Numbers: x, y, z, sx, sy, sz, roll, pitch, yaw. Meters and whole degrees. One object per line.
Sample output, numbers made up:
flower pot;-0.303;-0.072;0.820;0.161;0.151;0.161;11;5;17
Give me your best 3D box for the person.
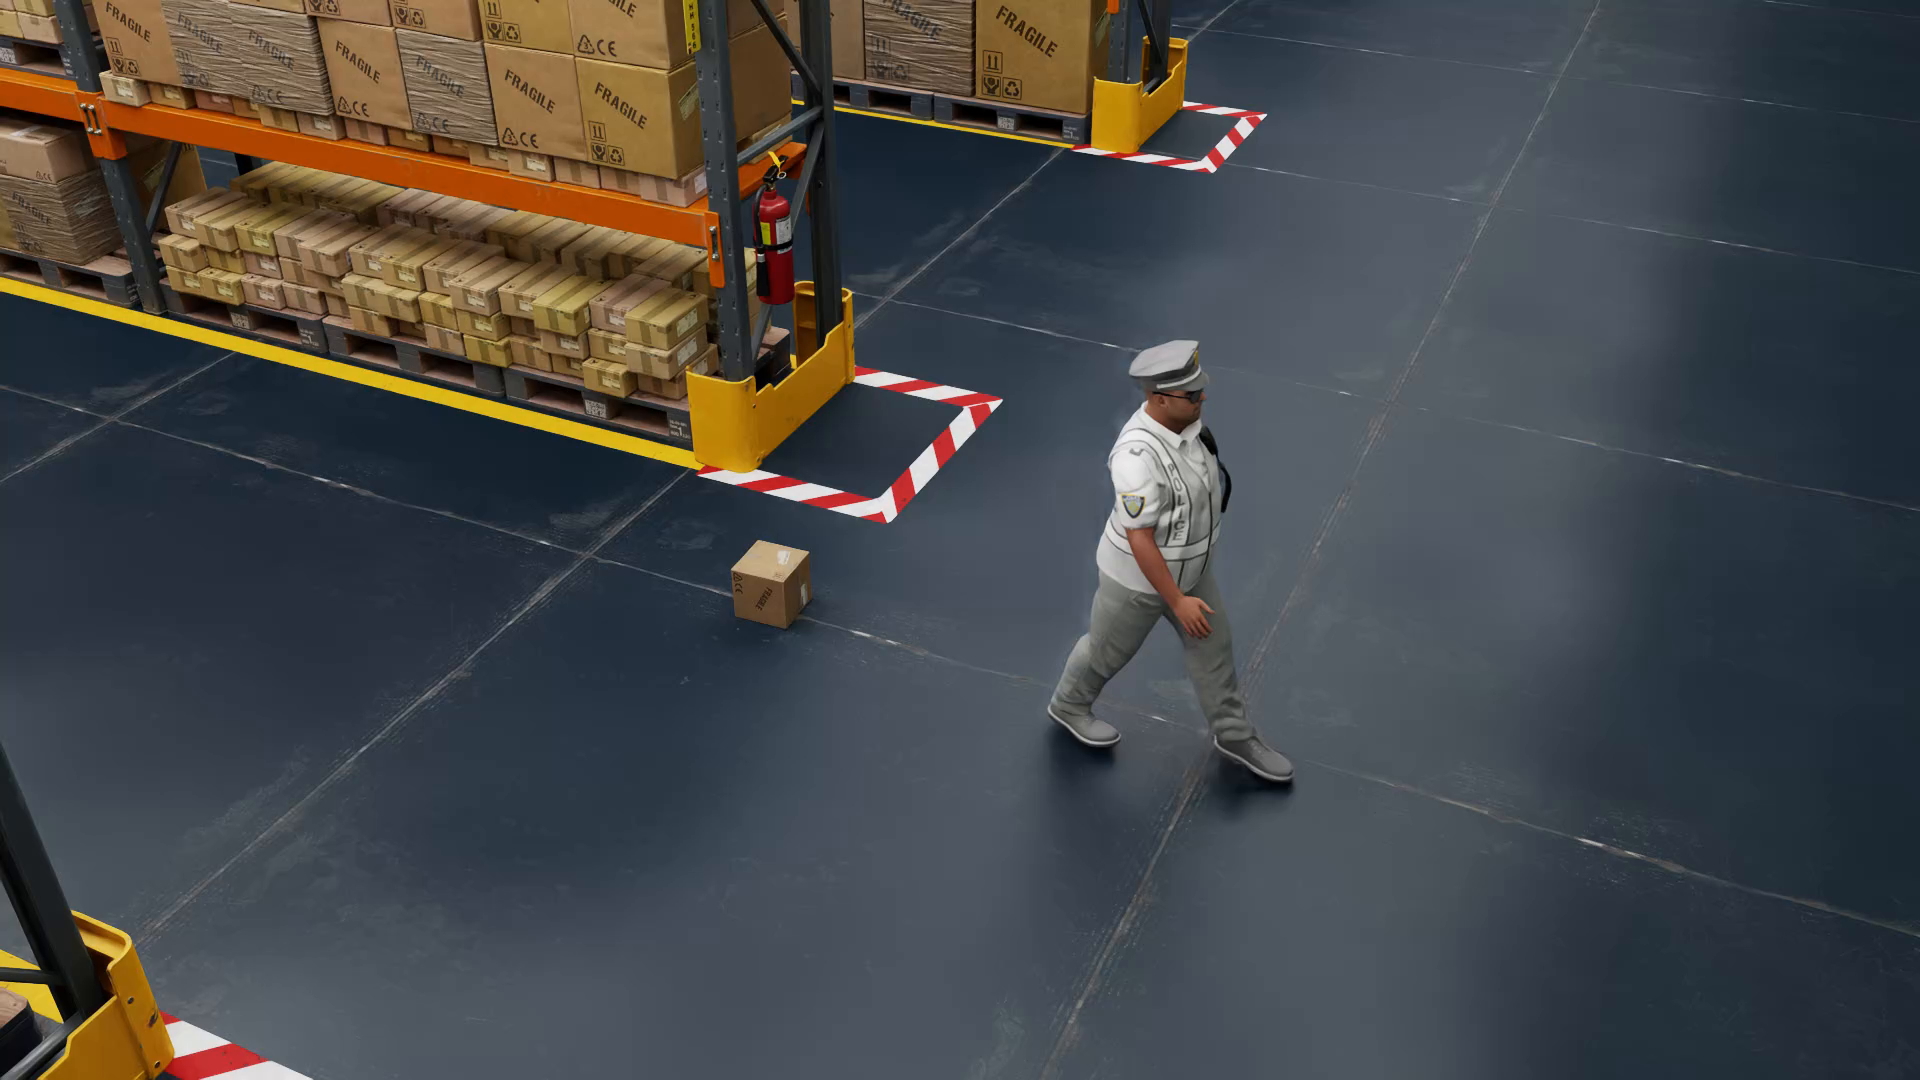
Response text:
person;0.783;0.104;5.943;0.965;1.734;0.550;19;38;27
